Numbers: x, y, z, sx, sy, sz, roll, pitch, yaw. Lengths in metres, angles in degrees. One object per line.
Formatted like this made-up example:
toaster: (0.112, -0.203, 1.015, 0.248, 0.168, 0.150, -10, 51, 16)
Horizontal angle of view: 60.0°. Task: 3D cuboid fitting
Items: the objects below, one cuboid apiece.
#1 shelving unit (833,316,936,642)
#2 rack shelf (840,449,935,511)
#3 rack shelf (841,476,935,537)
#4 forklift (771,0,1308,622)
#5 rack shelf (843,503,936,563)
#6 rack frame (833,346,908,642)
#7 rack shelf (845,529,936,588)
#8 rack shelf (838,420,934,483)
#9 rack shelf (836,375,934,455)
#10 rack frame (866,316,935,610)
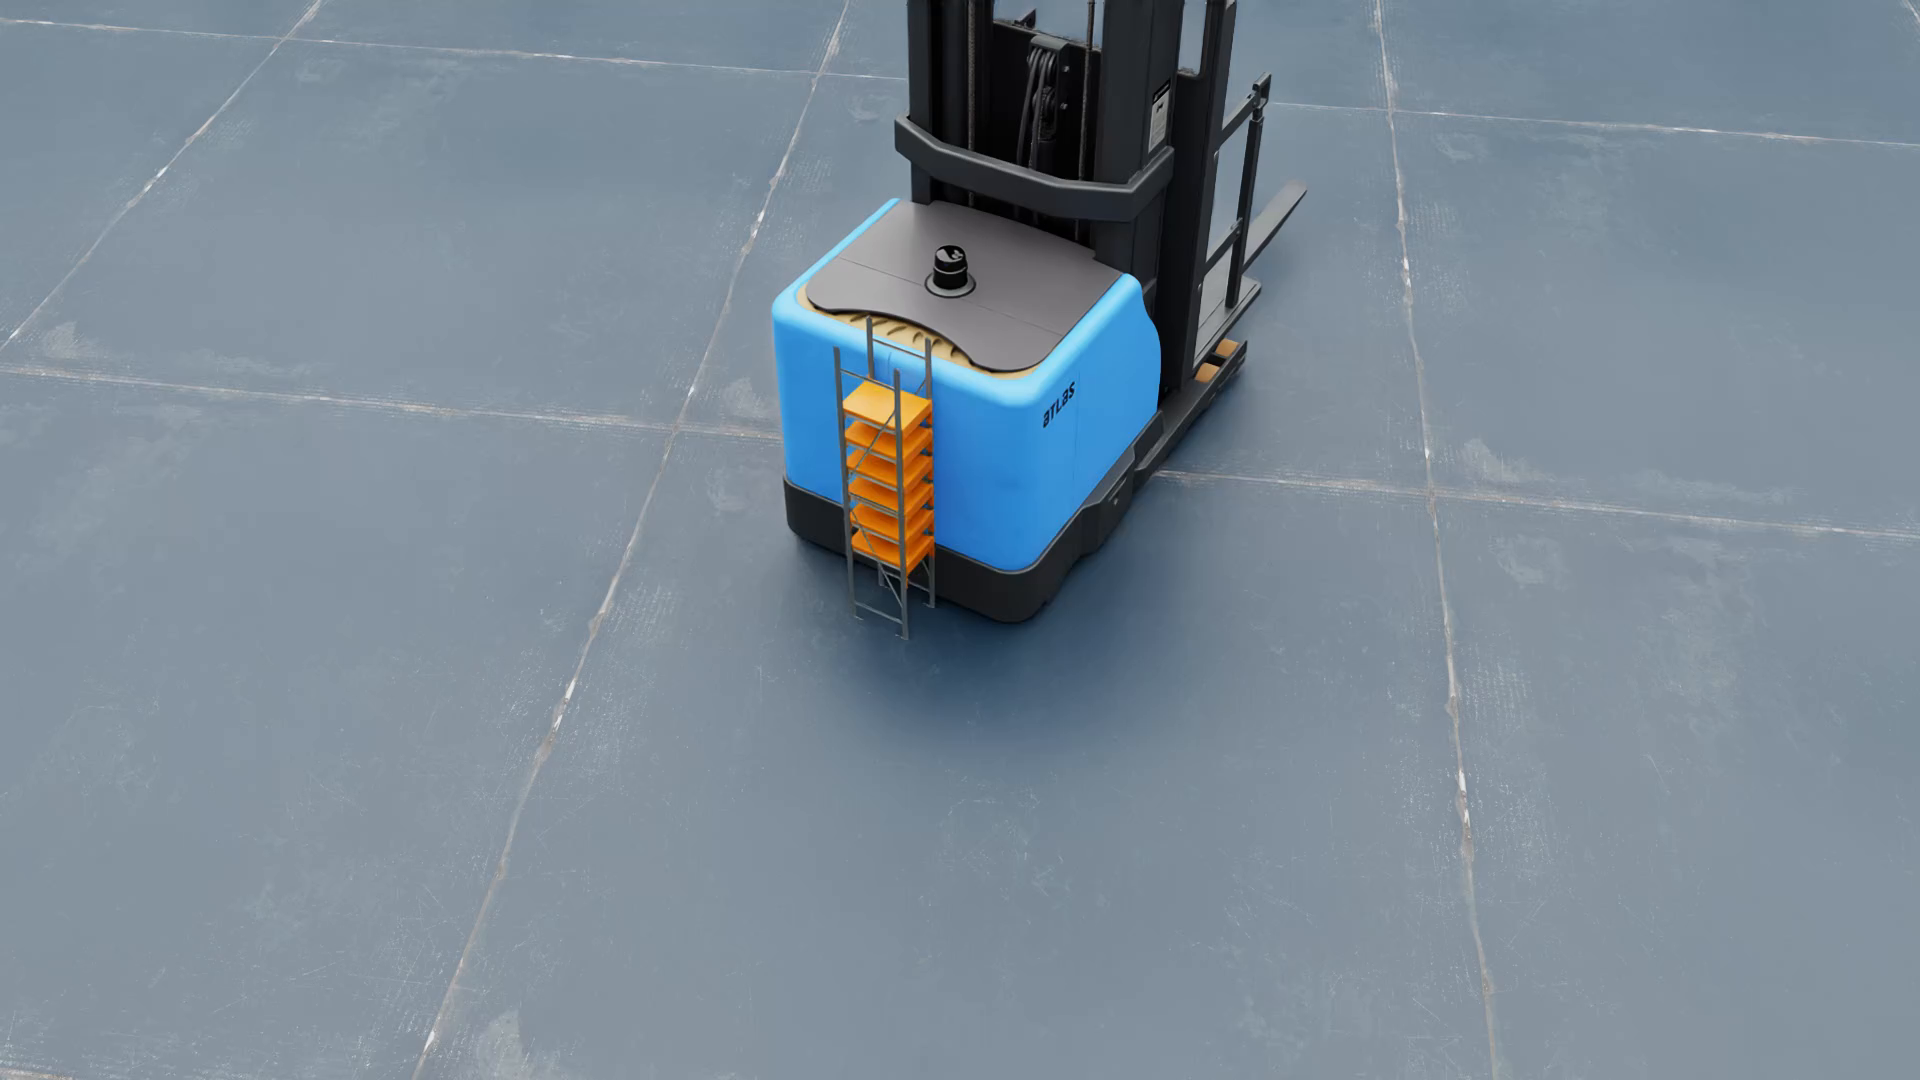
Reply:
shelving unit: (-0.240, -0.175, 5.562, 0.258, 1.200, 0.189, 22, 48, 22)
rack shelf: (-0.240, -0.229, 5.510, 0.258, 0.103, 0.180, 22, 48, 22)
rack shelf: (-0.240, -0.142, 5.592, 0.258, 0.103, 0.180, 22, 48, 22)
forklift: (0.540, -1.774, 5.992, 1.130, 2.935, 3.031, 22, 48, 22)
rack shelf: (-0.240, -0.055, 5.675, 0.258, 0.103, 0.180, 22, 48, 22)
rack frame: (-0.287, -0.121, 5.505, 0.240, 1.200, 0.006, 22, 48, 22)
rack shelf: (-0.240, 0.032, 5.757, 0.258, 0.103, 0.180, 22, 48, 22)
rack shelf: (-0.240, -0.317, 5.427, 0.258, 0.103, 0.180, 22, 48, 22)
rack shelf: (-0.240, -0.404, 5.345, 0.258, 0.103, 0.180, 22, 48, 22)
rack frame: (-0.193, -0.229, 5.619, 0.240, 1.200, 0.006, 22, 48, 22)
